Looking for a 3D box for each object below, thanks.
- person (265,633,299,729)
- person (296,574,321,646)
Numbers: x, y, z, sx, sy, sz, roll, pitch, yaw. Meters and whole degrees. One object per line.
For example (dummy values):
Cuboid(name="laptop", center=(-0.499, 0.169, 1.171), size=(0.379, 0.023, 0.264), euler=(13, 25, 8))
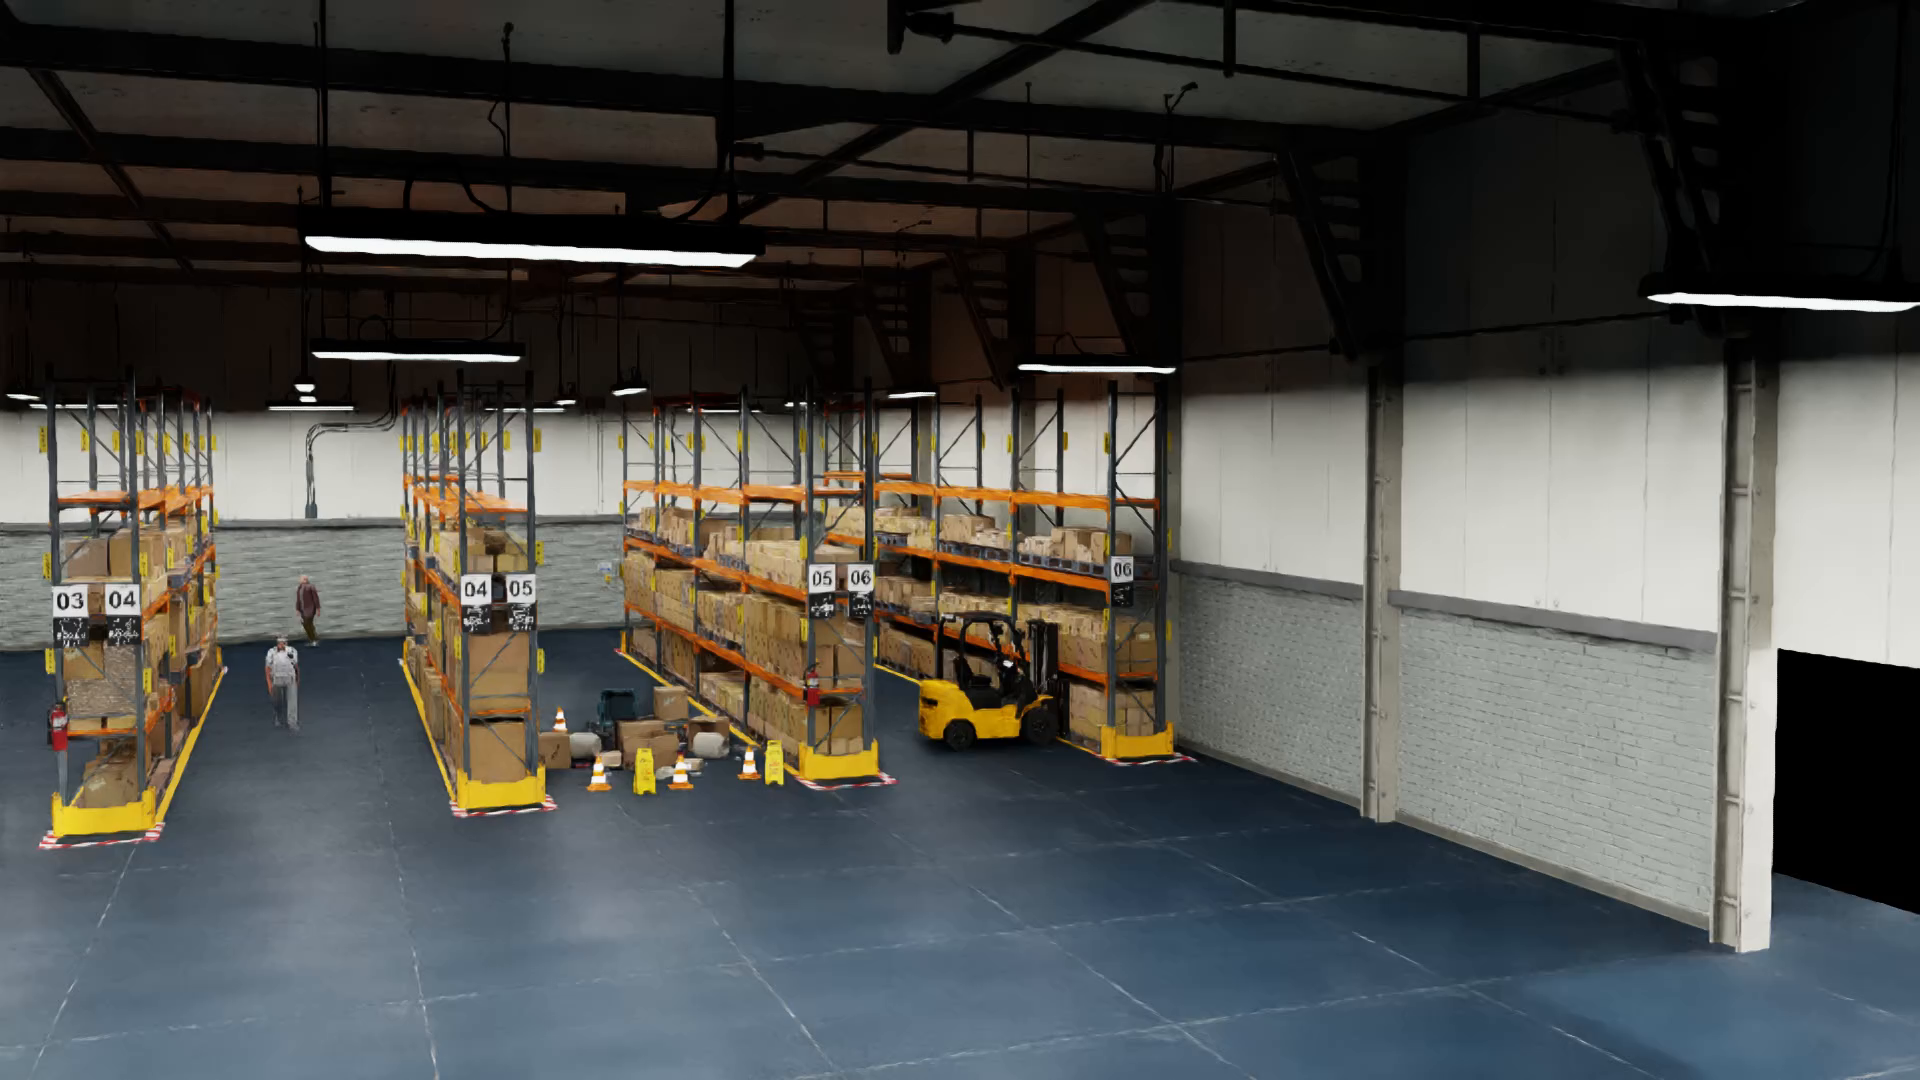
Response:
Cuboid(name="person", center=(-11.826, 2.445, 29.019), size=(0.547, 1.672, 1.115), euler=(-1, 4, -23))
Cuboid(name="person", center=(-16.037, 1.711, 40.914), size=(0.685, 1.763, 0.540), euler=(2, 4, 32))
